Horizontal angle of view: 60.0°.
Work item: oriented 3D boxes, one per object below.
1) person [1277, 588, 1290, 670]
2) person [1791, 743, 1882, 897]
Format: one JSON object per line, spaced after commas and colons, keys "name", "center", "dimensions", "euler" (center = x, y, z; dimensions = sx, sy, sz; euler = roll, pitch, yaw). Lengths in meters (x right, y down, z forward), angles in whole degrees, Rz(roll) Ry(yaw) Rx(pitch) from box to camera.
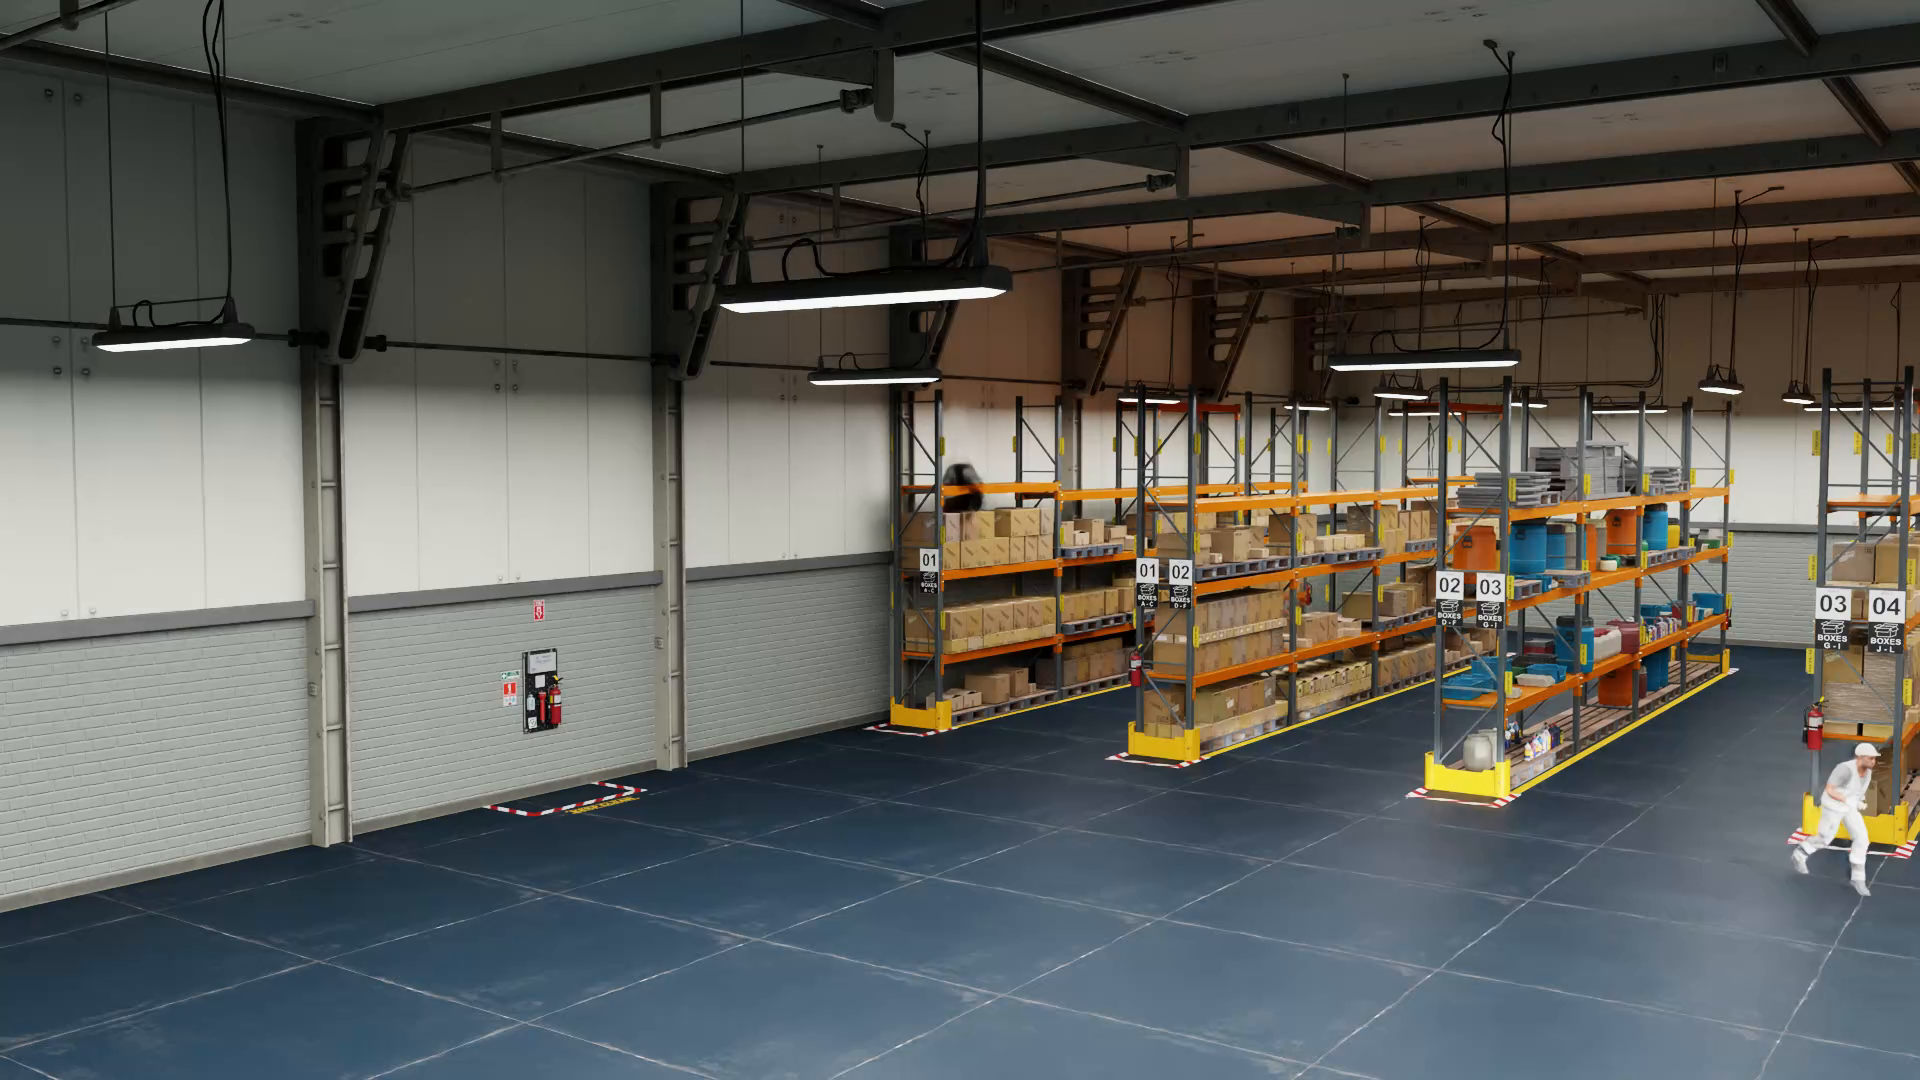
{"name": "person", "center": [7.408, 1.991, 37.530], "dimensions": [0.651, 1.836, 0.910], "euler": [2, 4, 26]}
{"name": "person", "center": [9.949, 3.109, 18.909], "dimensions": [0.655, 1.731, 1.060], "euler": [-2, 4, -27]}
